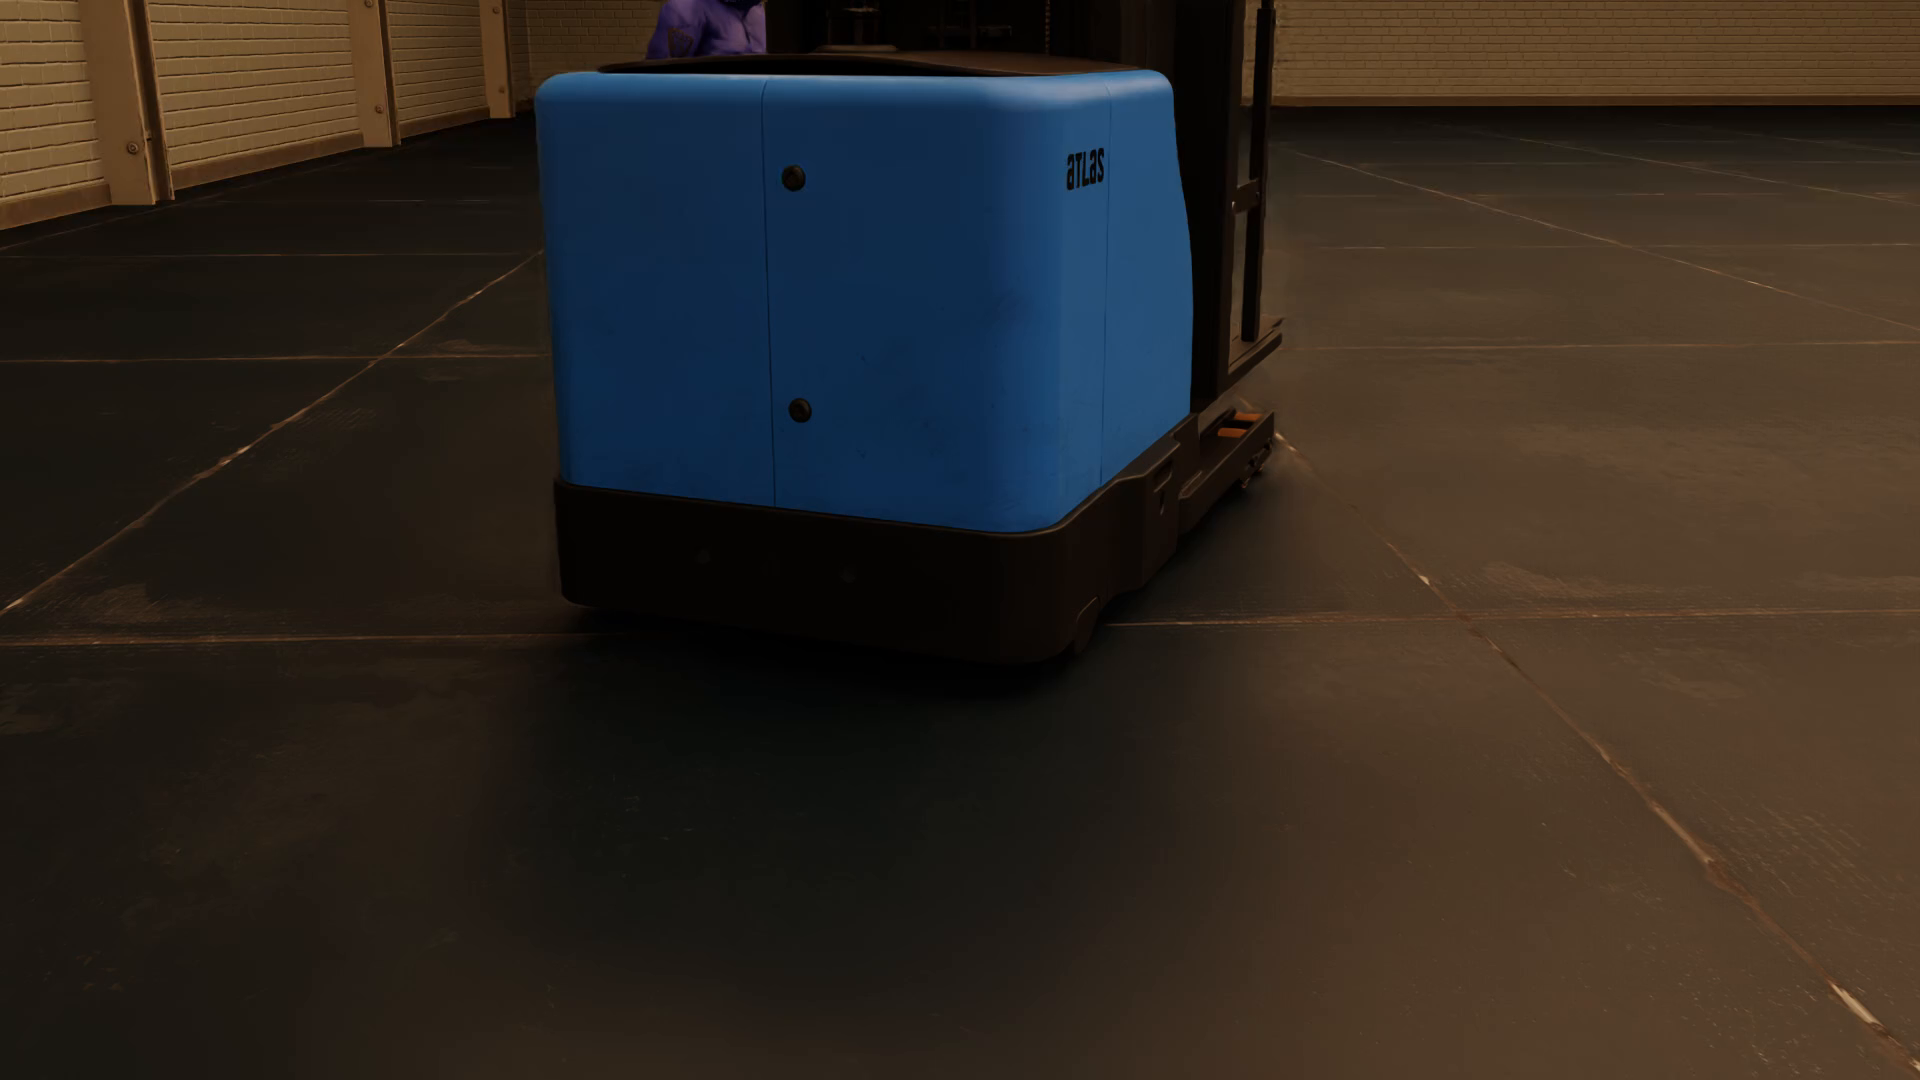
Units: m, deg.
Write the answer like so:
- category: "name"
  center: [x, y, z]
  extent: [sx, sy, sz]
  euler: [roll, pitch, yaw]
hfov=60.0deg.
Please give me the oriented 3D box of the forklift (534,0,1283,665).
- category: "forklift"
  center: [0.215, -1.570, 4.040]
  extent: [1.130, 2.935, 3.031]
  euler: [7, 18, 21]

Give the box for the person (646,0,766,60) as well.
- category: "person"
  center: [-0.624, -1.093, 4.976]
  extent: [0.693, 1.534, 0.877]
  euler: [11, 20, 31]
